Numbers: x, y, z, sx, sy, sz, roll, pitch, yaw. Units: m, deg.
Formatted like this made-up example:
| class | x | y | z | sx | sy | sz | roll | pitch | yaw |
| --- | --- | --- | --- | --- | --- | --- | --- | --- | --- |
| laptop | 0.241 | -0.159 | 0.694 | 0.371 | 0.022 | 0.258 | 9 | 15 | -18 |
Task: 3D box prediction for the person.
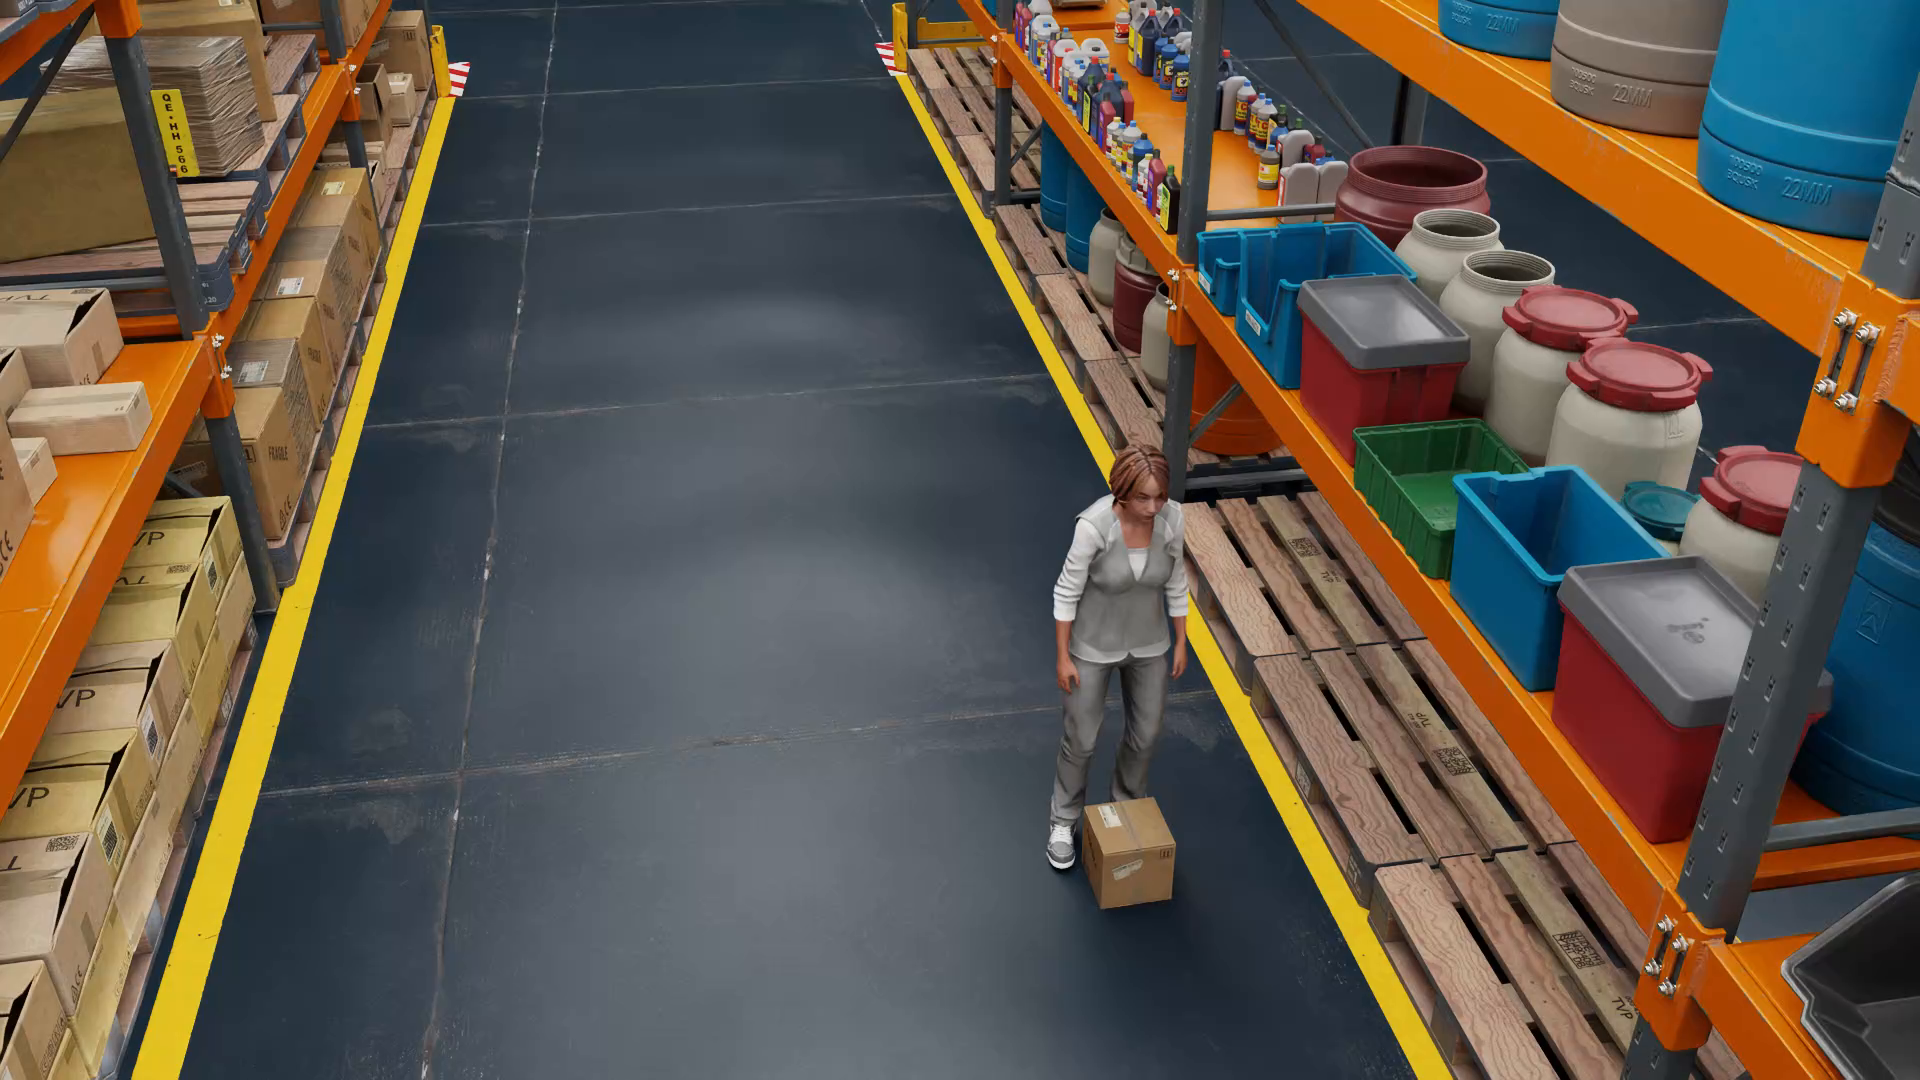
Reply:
| class | x | y | z | sx | sy | sz | roll | pitch | yaw |
| --- | --- | --- | --- | --- | --- | --- | --- | --- | --- |
| person | 0.525 | 0.373 | 5.525 | 0.485 | 1.594 | 0.342 | -7 | 32 | -11 |
